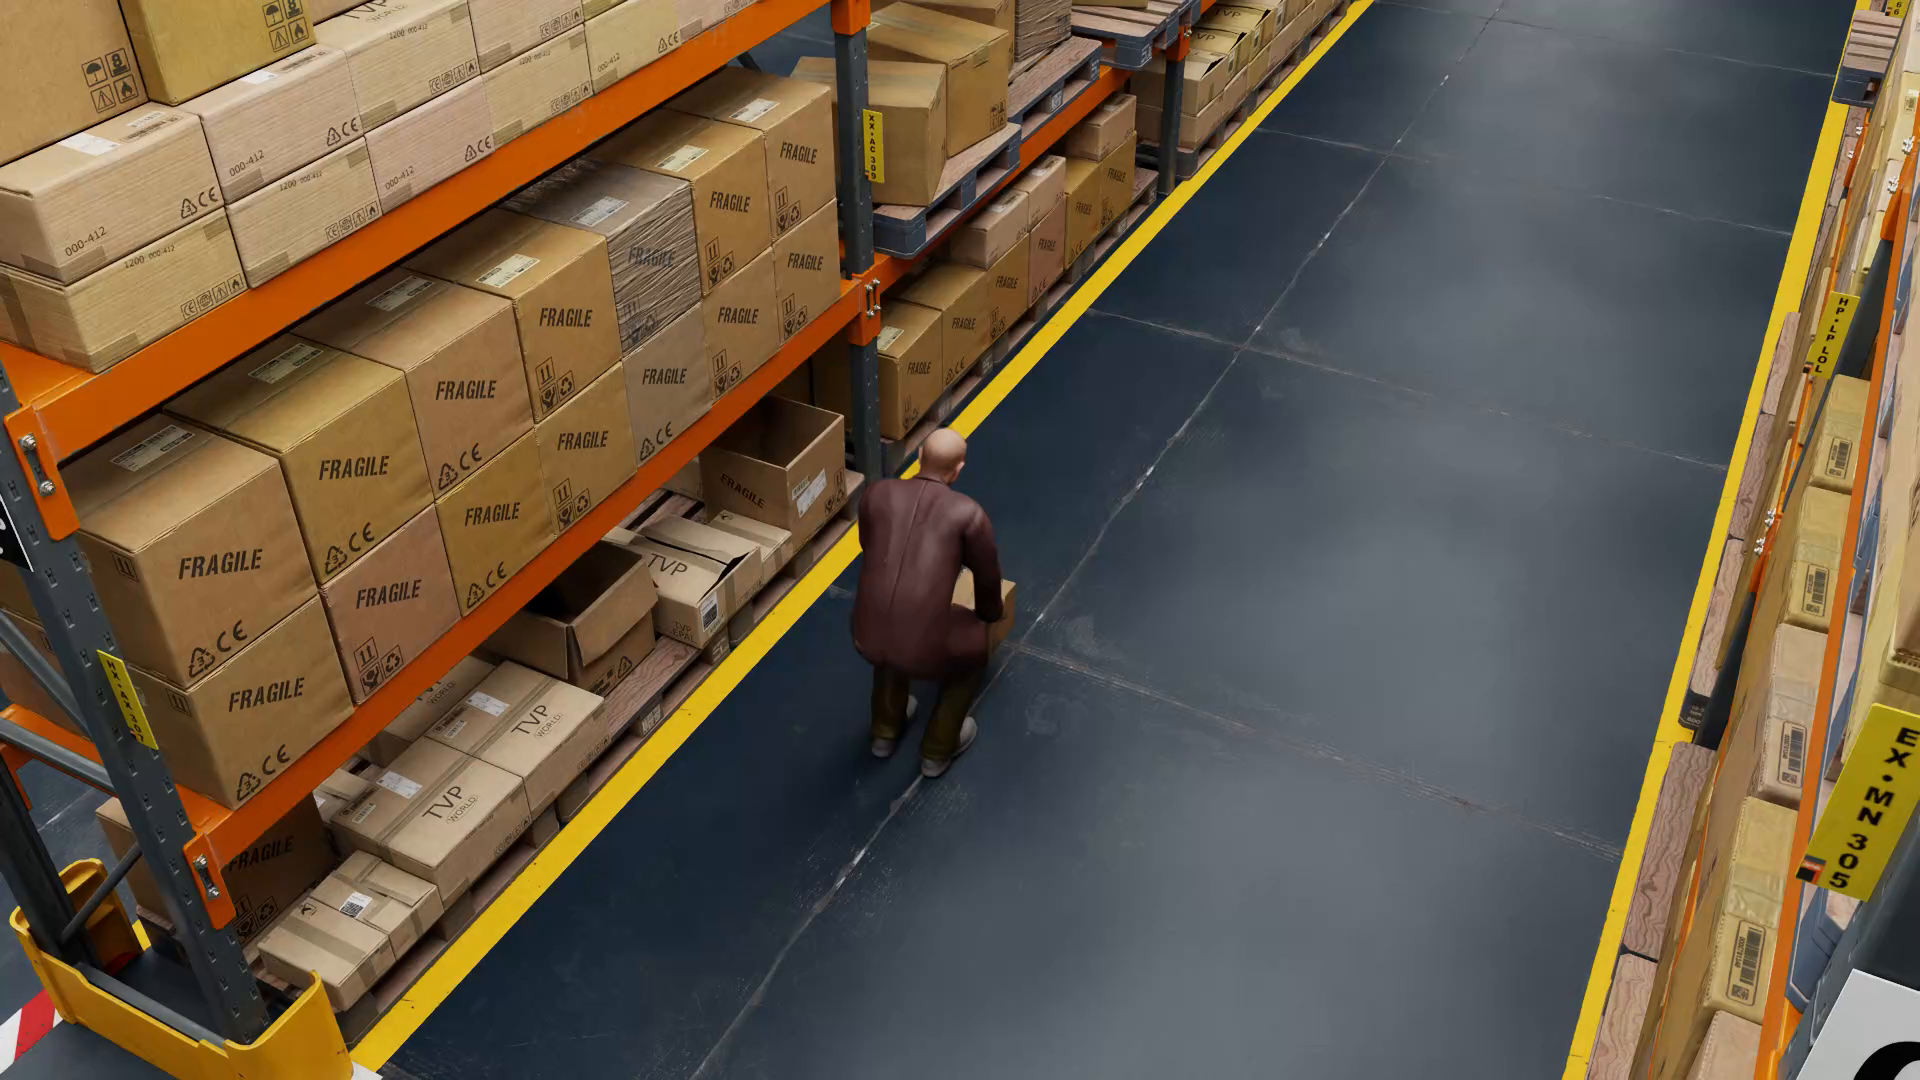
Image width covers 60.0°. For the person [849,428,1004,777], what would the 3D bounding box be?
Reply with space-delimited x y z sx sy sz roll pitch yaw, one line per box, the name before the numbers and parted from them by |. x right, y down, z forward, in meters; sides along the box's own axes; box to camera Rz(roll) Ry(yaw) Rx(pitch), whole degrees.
person | -0.172 0.274 6.723 0.631 1.395 0.735 18 41 22
